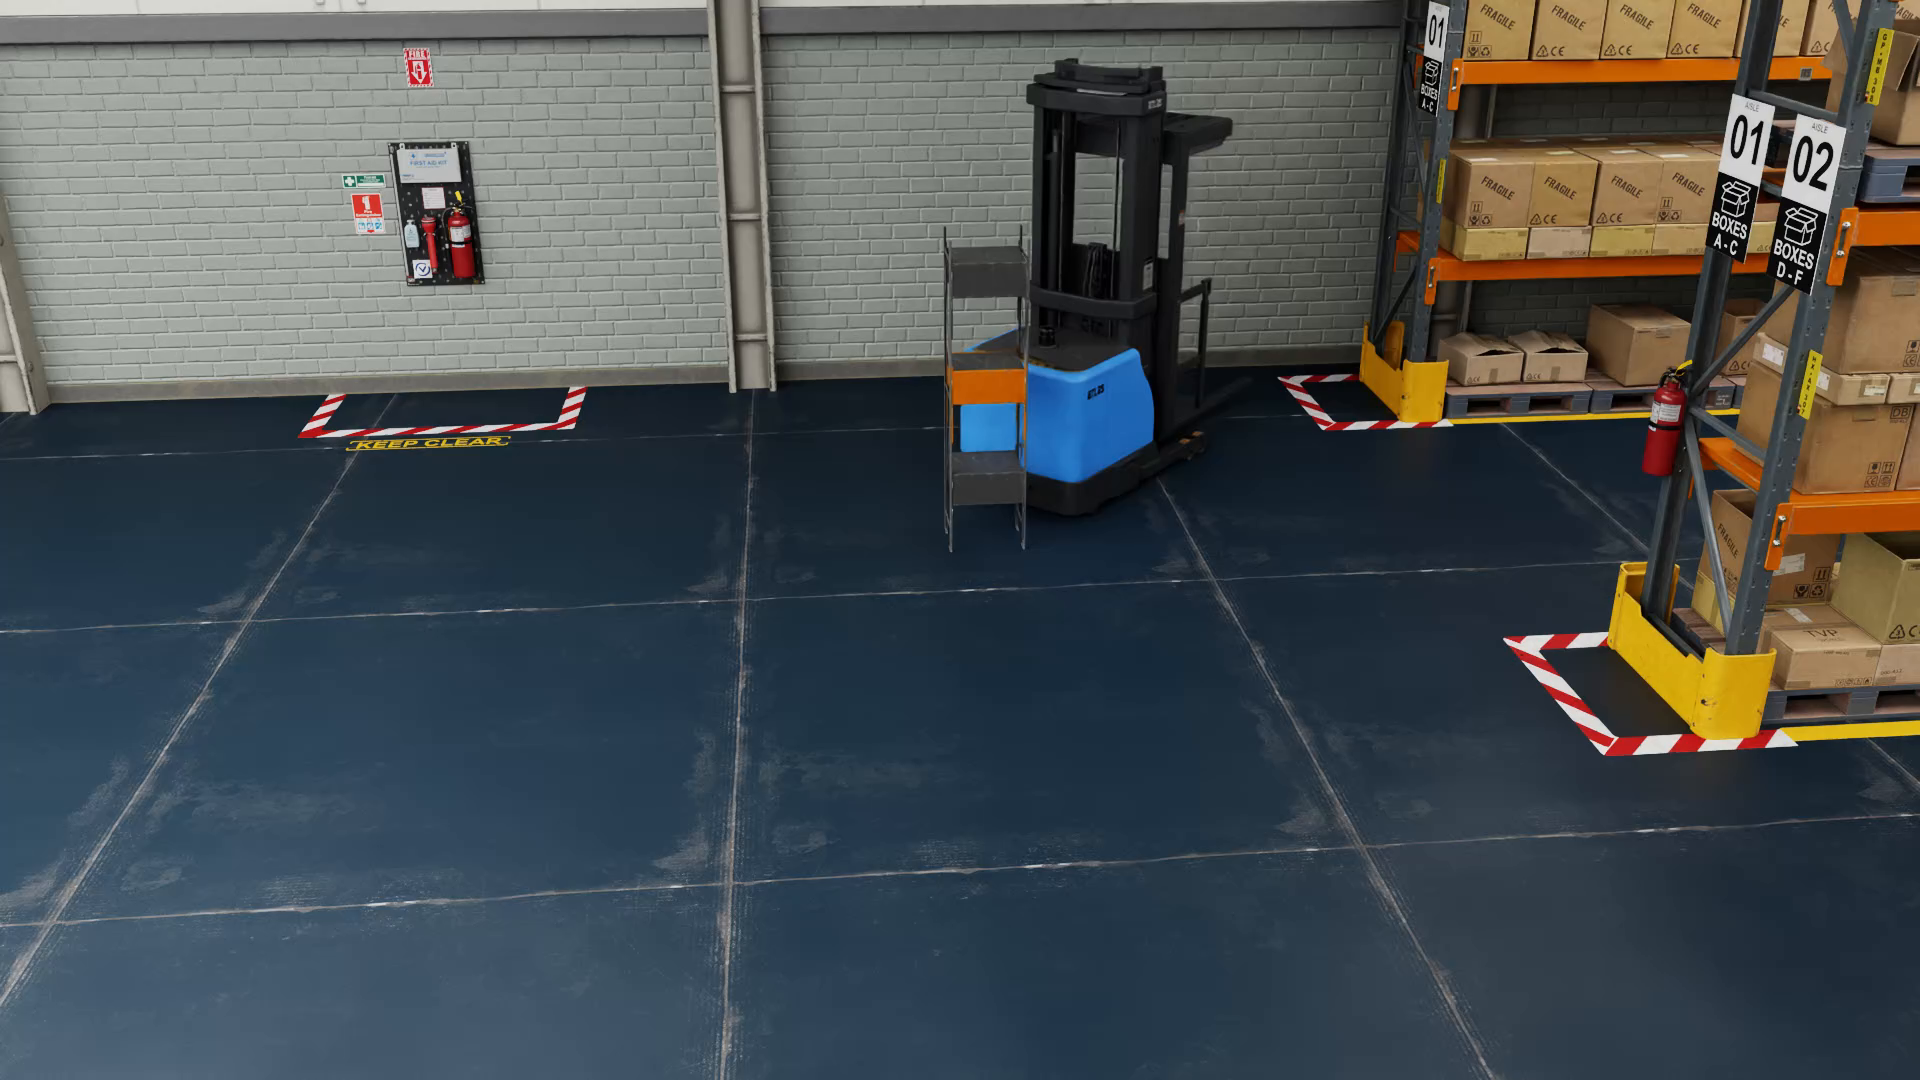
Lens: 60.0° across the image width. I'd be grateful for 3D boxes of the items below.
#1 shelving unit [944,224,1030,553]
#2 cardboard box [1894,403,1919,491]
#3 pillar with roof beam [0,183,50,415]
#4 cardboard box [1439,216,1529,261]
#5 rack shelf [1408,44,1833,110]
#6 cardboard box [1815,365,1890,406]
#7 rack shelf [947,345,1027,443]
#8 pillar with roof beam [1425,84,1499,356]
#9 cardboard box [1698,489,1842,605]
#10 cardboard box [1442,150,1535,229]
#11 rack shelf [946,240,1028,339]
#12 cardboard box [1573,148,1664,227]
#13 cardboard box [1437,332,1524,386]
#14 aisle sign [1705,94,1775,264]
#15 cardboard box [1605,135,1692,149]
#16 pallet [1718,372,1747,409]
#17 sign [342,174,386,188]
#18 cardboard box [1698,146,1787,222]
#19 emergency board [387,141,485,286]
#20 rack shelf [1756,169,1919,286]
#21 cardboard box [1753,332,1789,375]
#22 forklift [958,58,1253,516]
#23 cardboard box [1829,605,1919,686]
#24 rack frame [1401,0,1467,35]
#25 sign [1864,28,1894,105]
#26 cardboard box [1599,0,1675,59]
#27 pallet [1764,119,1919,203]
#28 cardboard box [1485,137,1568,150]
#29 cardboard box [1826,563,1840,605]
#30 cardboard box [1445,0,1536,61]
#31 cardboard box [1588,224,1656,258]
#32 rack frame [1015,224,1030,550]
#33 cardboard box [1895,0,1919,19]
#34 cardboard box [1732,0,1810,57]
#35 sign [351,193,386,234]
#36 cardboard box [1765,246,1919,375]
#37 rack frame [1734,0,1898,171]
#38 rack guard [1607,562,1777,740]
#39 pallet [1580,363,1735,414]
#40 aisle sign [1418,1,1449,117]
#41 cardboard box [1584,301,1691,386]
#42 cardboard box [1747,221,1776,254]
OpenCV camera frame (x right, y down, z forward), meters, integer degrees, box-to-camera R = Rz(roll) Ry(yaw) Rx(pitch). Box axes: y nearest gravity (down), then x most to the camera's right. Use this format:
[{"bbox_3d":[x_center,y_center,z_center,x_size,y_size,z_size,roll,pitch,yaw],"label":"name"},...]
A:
[{"bbox_3d":[0.165,-0.966,10.838,0.503,2.100,0.431,-2,24,-5],"label":"shelving unit"},{"bbox_3d":[5.074,-0.630,8.851,0.500,0.500,0.700,-2,24,-4],"label":"cardboard box"},{"bbox_3d":[-7.312,-3.450,7.932,0.400,9.000,9.100,-2,24,-5],"label":"pillar with roof beam"},{"bbox_3d":[4.112,-2.382,13.075,0.500,0.250,0.500,-3,24,-7],"label":"cardboard box"},{"bbox_3d":[5.585,-3.672,13.010,4.000,0.370,1.077,-2,24,-5],"label":"rack shelf"},{"bbox_3d":[4.497,-0.819,8.477,0.250,0.149,0.380,-2,24,-6],"label":"cardboard box"},{"bbox_3d":[0.165,-0.954,10.844,0.480,0.518,0.431,-2,24,-5],"label":"rack shelf"},{"bbox_3d":[4.630,-3.929,9.010,0.400,9.000,9.100,-2,24,-5],"label":"pillar with roof beam"},{"bbox_3d":[4.590,0.032,9.429,0.500,0.500,0.500,-2,24,-5],"label":"cardboard box"},{"bbox_3d":[4.100,-2.731,12.938,0.500,0.500,0.500,-2,24,-5],"label":"cardboard box"},{"bbox_3d":[0.165,-1.593,10.560,0.480,0.518,0.431,-2,24,-5],"label":"rack shelf"},{"bbox_3d":[5.107,-2.765,13.014,0.500,0.500,0.500,-3,24,-7],"label":"cardboard box"},{"bbox_3d":[4.292,-1.514,13.731,0.500,0.311,0.500,-5,24,-11],"label":"cardboard box"},{"bbox_3d":[3.991,-1.852,8.523,0.004,0.787,0.394,-2,24,-5],"label":"aisle sign"},{"bbox_3d":[5.560,-2.997,13.536,0.500,0.500,0.500,-2,24,-4],"label":"cardboard box"},{"bbox_3d":[6.911,-1.394,14.127,1.213,0.211,1.003,-2,24,-5],"label":"pallet"},{"bbox_3d":[-4.782,-2.879,13.339,0.331,0.109,0.001,-2,24,-5],"label":"sign"},{"bbox_3d":[6.137,-2.811,13.118,0.500,0.500,0.500,-3,24,-7],"label":"cardboard box"},{"bbox_3d":[-4.227,-2.605,13.417,0.643,1.169,0.194,-2,24,-5],"label":"emergency board"},{"bbox_3d":[6.076,-1.670,8.506,4.000,0.370,1.077,-2,24,-5],"label":"rack shelf"},{"bbox_3d":[4.447,-0.982,8.845,0.250,0.149,0.380,-3,24,-6],"label":"cardboard box"},{"bbox_3d":[1.256,-2.047,12.246,1.130,2.935,3.031,16,29,32],"label":"forklift"},{"bbox_3d":[5.138,0.564,9.157,0.500,0.250,0.500,-2,24,-5],"label":"cardboard box"},{"bbox_3d":[3.595,-5.291,12.075,0.127,3.000,1.000,-2,24,-5],"label":"rack frame"},{"bbox_3d":[4.134,-2.130,7.481,0.005,0.325,0.100,-2,24,-5],"label":"sign"},{"bbox_3d":[5.007,-3.917,12.529,0.500,0.500,0.500,-1,24,-3],"label":"cardboard box"},{"bbox_3d":[4.792,-1.896,8.238,1.213,0.211,1.003,-2,24,-5],"label":"pallet"},{"bbox_3d":[4.545,-2.954,13.440,0.500,0.500,0.500,-2,24,-4],"label":"cardboard box"},{"bbox_3d":[5.087,0.351,9.635,0.500,0.250,0.500,-2,24,-5],"label":"cardboard box"},{"bbox_3d":[3.952,-3.888,12.463,0.500,0.500,0.500,-2,24,-4],"label":"cardboard box"},{"bbox_3d":[5.135,-2.426,13.175,0.500,0.250,0.500,-3,24,-6],"label":"cardboard box"},{"bbox_3d":[0.408,-0.976,10.860,0.015,2.100,0.400,-2,24,-5],"label":"rack frame"},{"bbox_3d":[7.095,-4.015,12.749,0.500,0.500,0.500,-2,24,-4],"label":"cardboard box"},{"bbox_3d":[6.045,-3.963,12.631,0.500,0.500,0.500,-3,24,-7],"label":"cardboard box"},{"bbox_3d":[-4.788,-2.641,13.454,0.234,0.329,0.001,-2,24,-5],"label":"sign"},{"bbox_3d":[4.604,-1.202,8.541,0.500,0.500,0.700,-2,24,-5],"label":"cardboard box"},{"bbox_3d":[4.086,-3.289,7.571,0.127,3.000,1.000,-2,24,-5],"label":"rack frame"},{"bbox_3d":[4.062,0.595,9.295,0.348,0.500,1.175,-2,24,-5],"label":"rack guard"},{"bbox_3d":[5.694,-1.344,14.015,1.213,0.211,1.003,-2,24,-5],"label":"pallet"},{"bbox_3d":[3.553,-3.614,12.487,0.004,0.787,0.394,-2,24,-5],"label":"aisle sign"},{"bbox_3d":[5.595,-1.632,13.764,0.500,0.500,0.700,-4,24,-8],"label":"cardboard box"},{"bbox_3d":[6.138,-2.466,13.265,0.500,0.250,0.500,-2,24,-5],"label":"cardboard box"}]
